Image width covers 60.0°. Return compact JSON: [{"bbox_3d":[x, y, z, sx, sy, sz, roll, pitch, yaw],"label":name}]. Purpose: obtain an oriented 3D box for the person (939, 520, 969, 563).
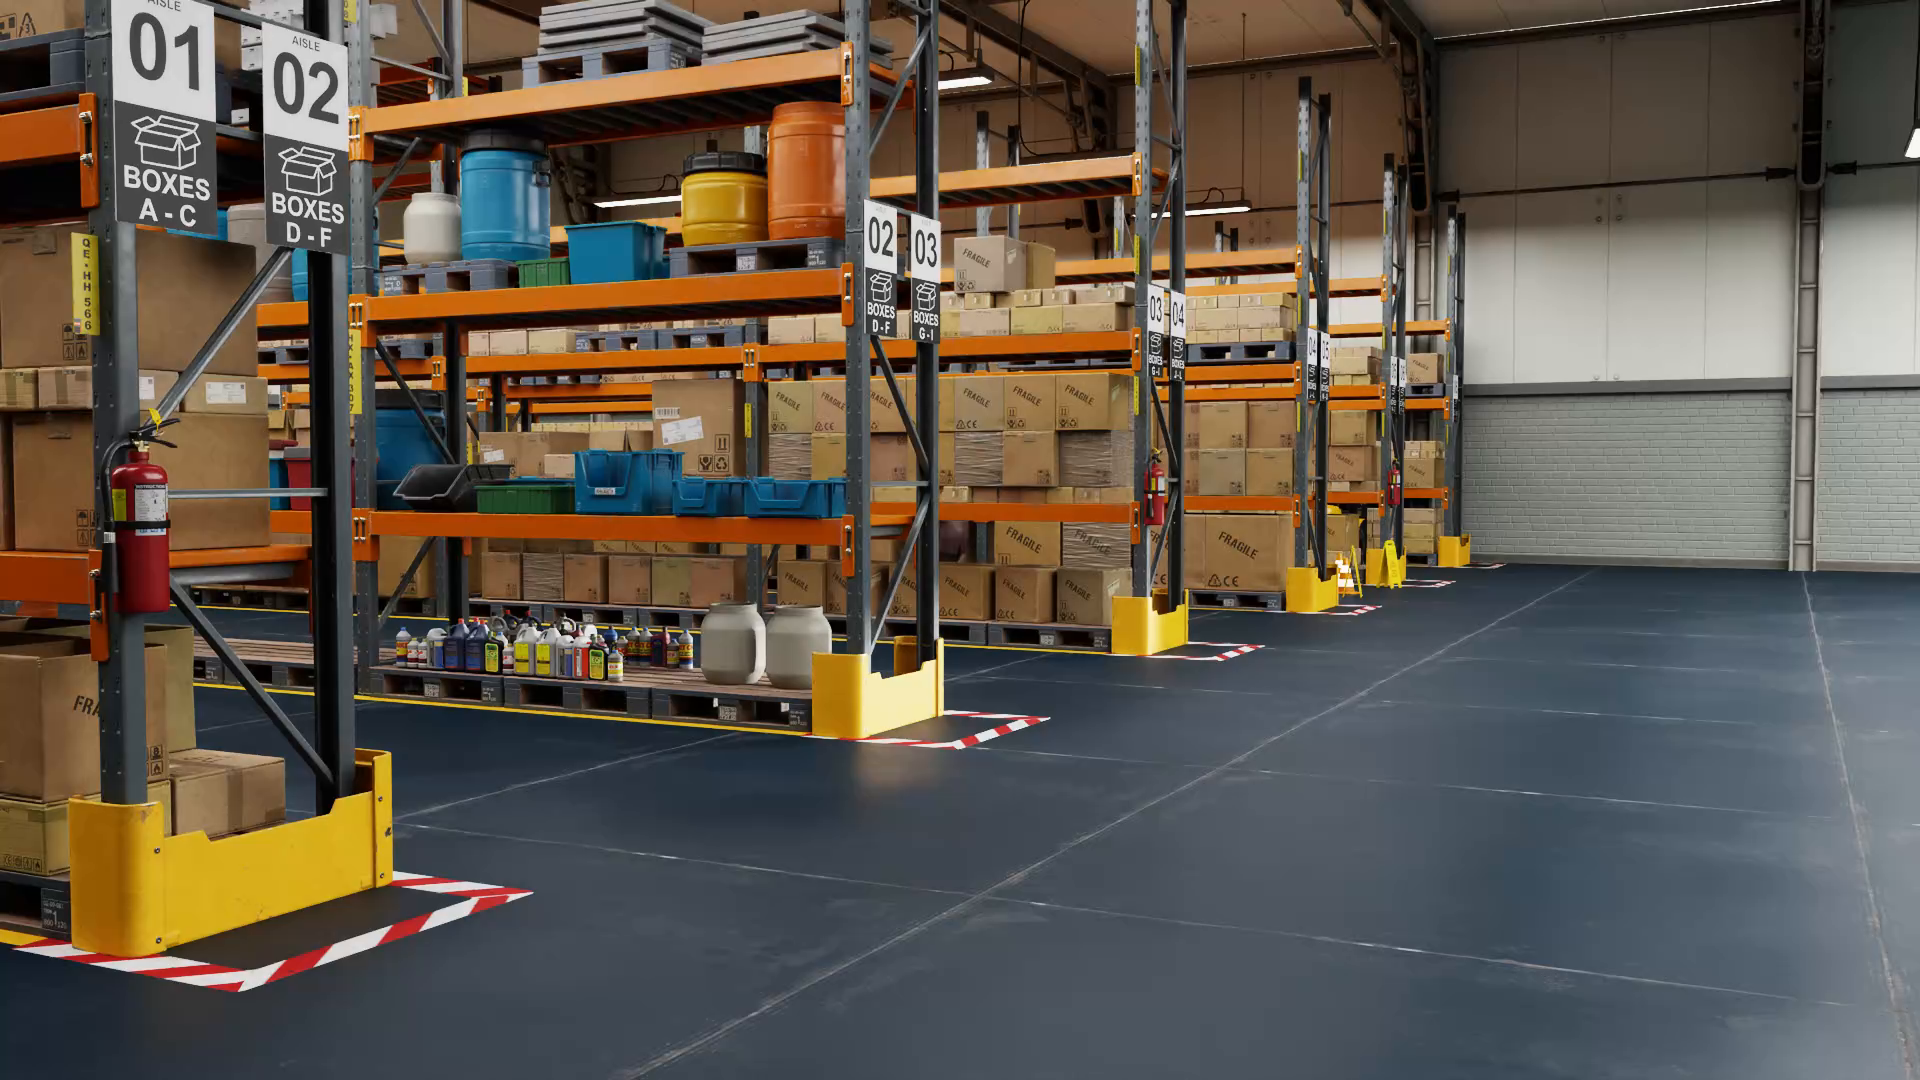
[{"bbox_3d":[-0.208,-0.041,19.260,0.629,1.678,0.533,1,3,25],"label":"person"}]
